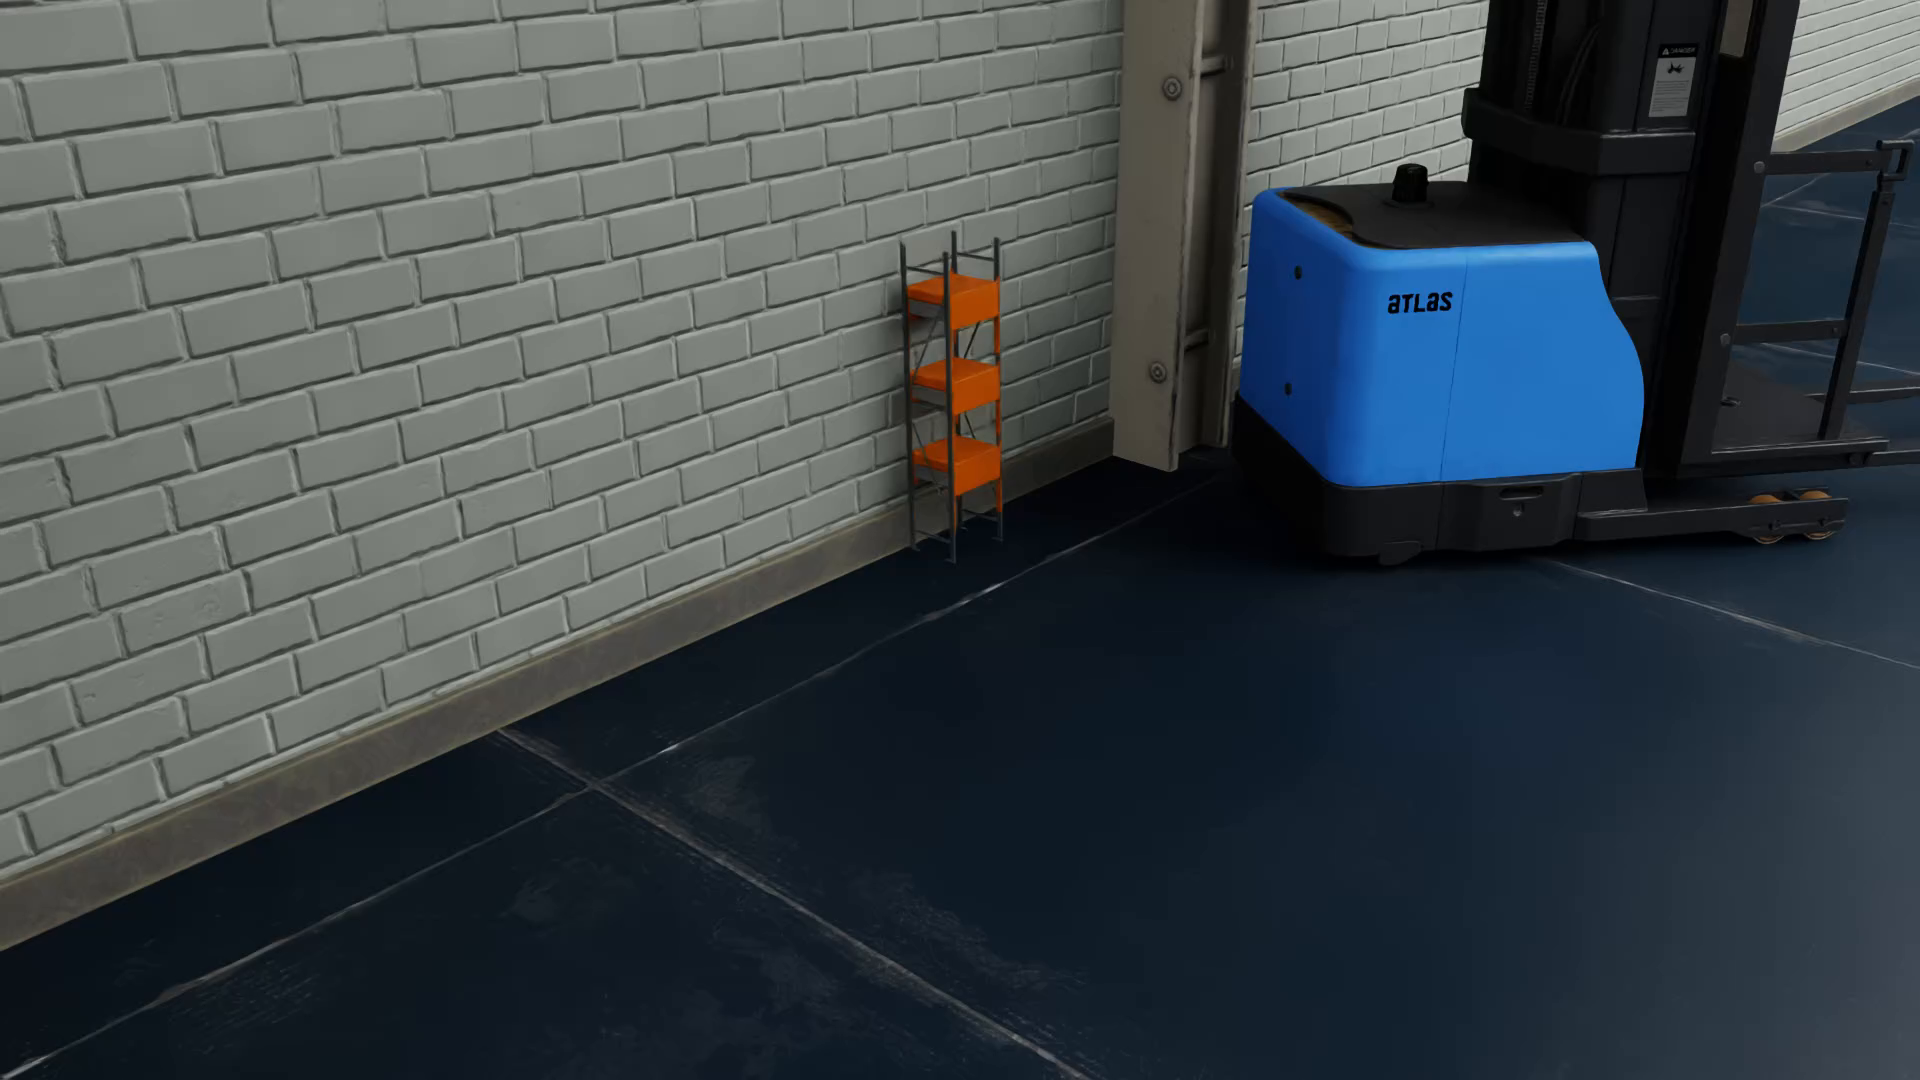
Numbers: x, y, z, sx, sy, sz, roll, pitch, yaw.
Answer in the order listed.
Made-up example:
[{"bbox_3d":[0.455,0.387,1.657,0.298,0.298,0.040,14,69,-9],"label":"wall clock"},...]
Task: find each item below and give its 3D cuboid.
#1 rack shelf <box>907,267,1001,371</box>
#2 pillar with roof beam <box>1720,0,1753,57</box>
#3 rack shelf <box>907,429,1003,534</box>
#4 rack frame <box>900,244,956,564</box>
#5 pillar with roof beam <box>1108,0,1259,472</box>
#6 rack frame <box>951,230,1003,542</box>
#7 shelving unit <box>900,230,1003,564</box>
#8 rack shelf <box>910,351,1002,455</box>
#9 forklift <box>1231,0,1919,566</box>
[{"bbox_3d":[-0.027,-0.718,5.388,0.215,0.259,0.240,18,29,38],"label":"rack shelf"},{"bbox_3d":[8.027,-5.119,6.167,9.100,9.000,0.400,20,31,38],"label":"pillar with roof beam"},{"bbox_3d":[-0.015,-0.200,5.605,0.215,0.259,0.240,18,29,38],"label":"rack shelf"},{"bbox_3d":[-0.102,-0.430,5.410,0.200,1.050,0.008,18,29,38],"label":"rack frame"},{"bbox_3d":[4.022,-3.291,2.090,9.100,9.000,0.400,20,31,38],"label":"pillar with roof beam"},{"bbox_3d":[0.059,-0.503,5.578,0.200,1.050,0.008,18,29,38],"label":"rack frame"},{"bbox_3d":[-0.021,-0.466,5.494,0.215,1.050,0.252,18,29,38],"label":"shelving unit"},{"bbox_3d":[-0.021,-0.457,5.498,0.215,0.259,0.240,18,29,38],"label":"rack shelf"},{"bbox_3d":[2.594,-1.532,5.584,3.031,2.935,1.130,-4,25,-9],"label":"forklift"}]
